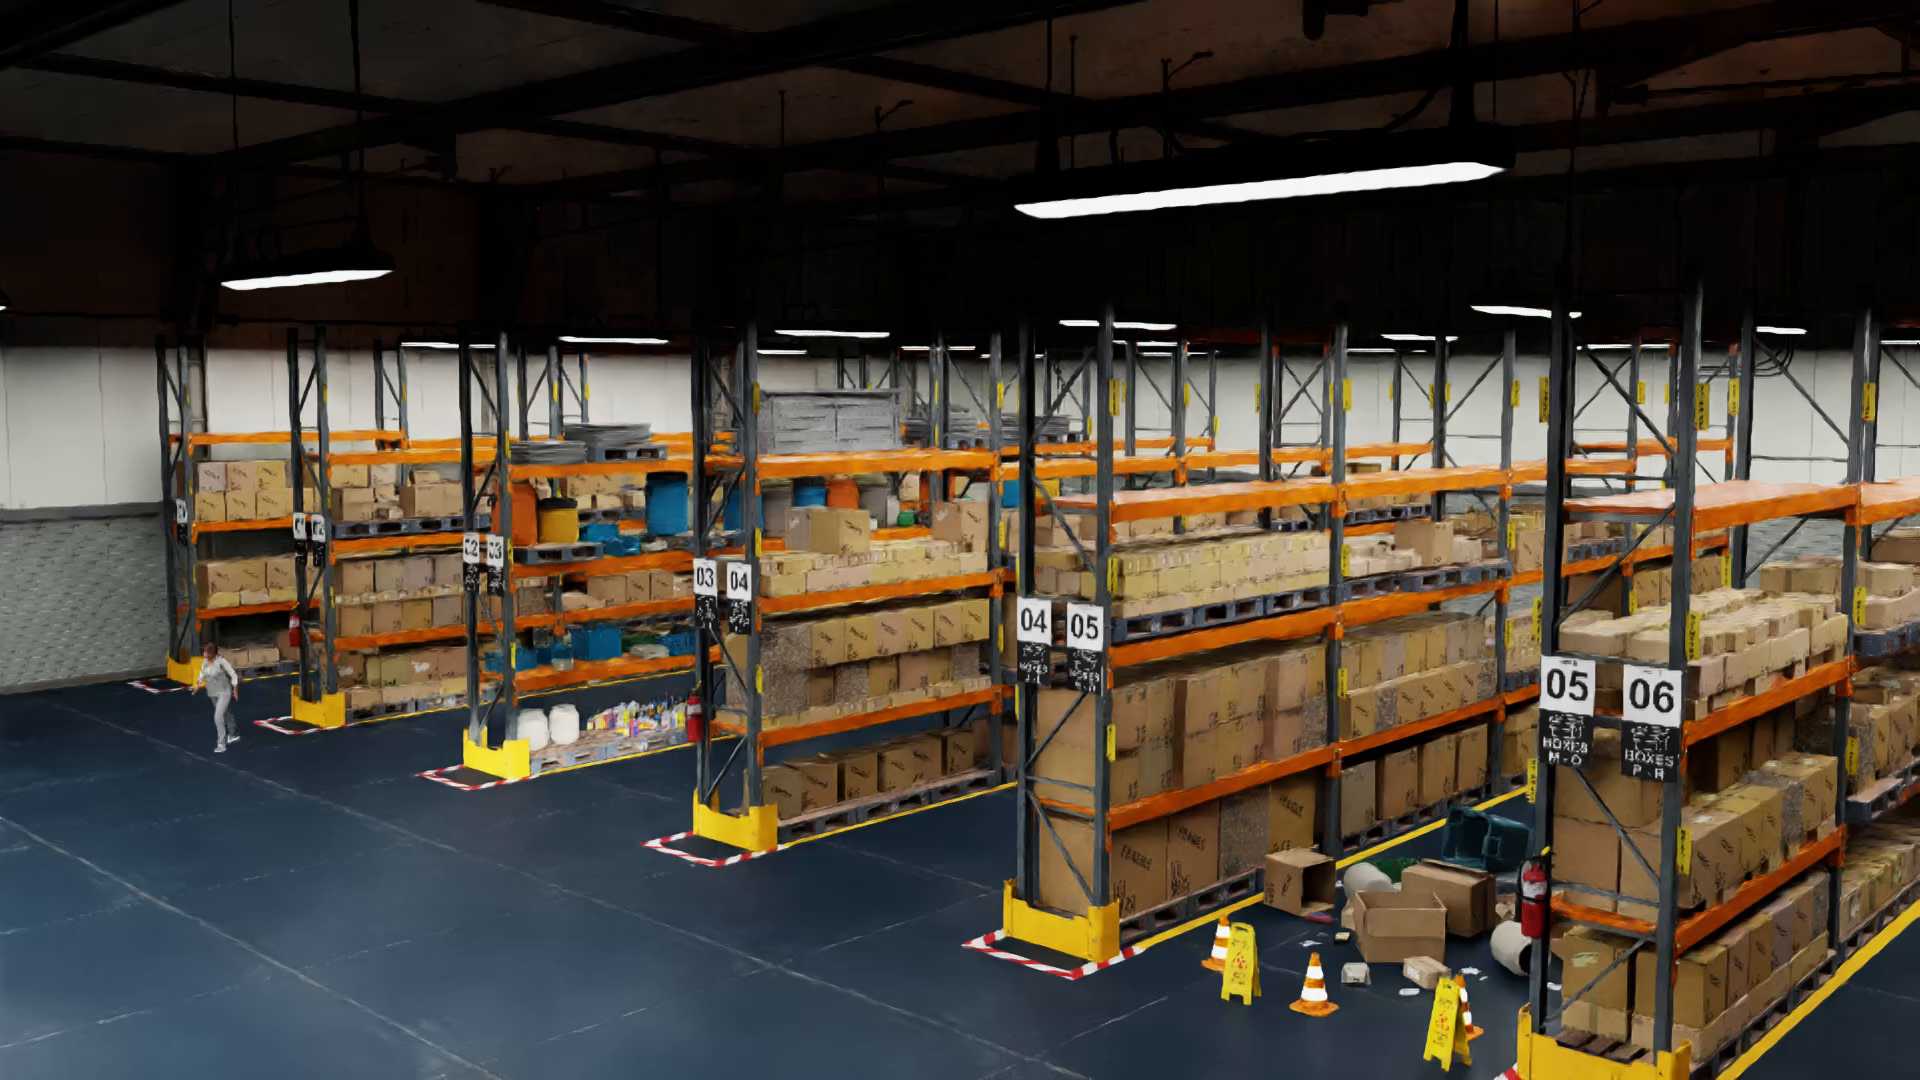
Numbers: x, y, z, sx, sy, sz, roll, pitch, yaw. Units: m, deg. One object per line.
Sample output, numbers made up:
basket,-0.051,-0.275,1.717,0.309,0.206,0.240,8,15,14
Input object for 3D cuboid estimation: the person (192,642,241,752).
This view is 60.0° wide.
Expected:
person,-10.471,2.179,23.572,0.554,1.526,0.785,2,6,25
